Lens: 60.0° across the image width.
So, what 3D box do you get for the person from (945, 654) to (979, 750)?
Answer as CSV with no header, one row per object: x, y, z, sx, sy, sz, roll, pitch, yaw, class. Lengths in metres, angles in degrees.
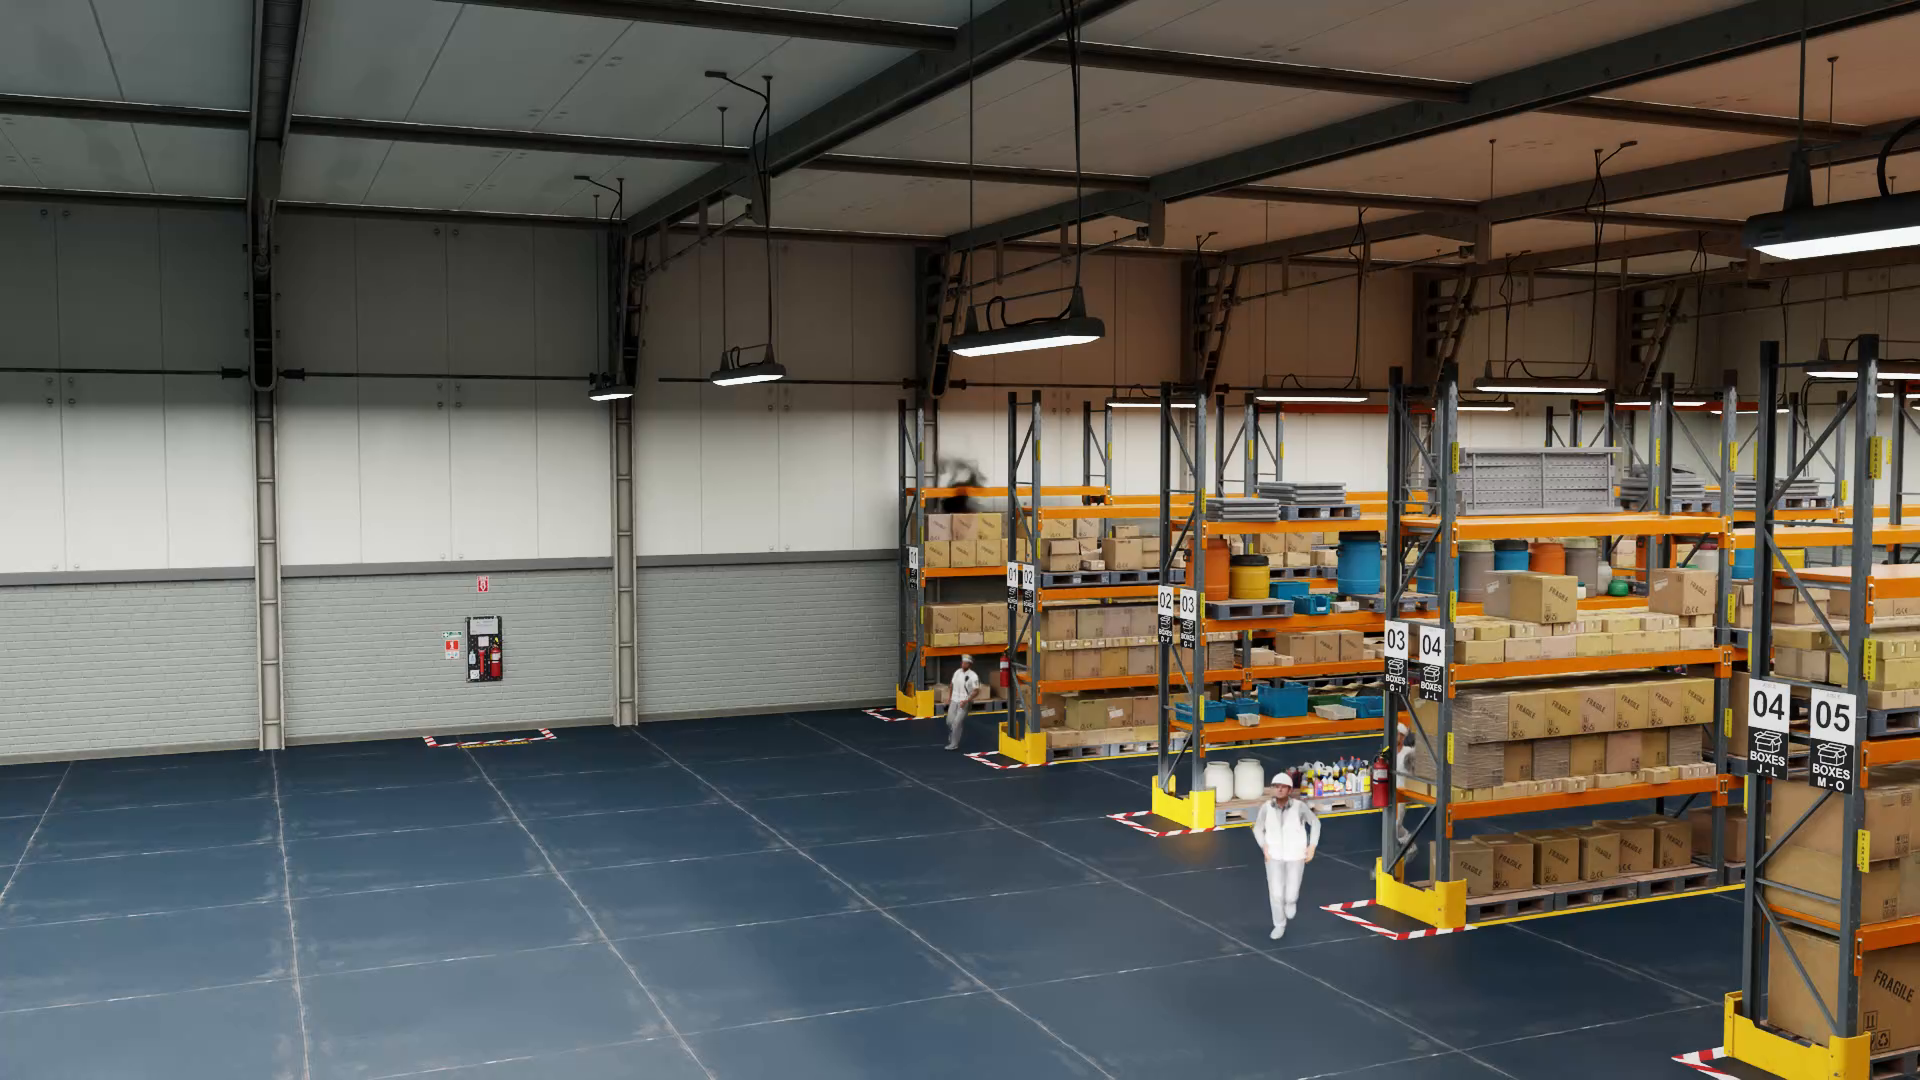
0.014,2.719,27.867,0.612,1.623,0.502,2,4,27,person

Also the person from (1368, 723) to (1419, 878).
5.189,3.073,19.836,0.914,1.793,0.652,-2,4,-32,person

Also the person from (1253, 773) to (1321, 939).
3.398,3.292,17.354,0.684,1.738,0.648,1,4,20,person
